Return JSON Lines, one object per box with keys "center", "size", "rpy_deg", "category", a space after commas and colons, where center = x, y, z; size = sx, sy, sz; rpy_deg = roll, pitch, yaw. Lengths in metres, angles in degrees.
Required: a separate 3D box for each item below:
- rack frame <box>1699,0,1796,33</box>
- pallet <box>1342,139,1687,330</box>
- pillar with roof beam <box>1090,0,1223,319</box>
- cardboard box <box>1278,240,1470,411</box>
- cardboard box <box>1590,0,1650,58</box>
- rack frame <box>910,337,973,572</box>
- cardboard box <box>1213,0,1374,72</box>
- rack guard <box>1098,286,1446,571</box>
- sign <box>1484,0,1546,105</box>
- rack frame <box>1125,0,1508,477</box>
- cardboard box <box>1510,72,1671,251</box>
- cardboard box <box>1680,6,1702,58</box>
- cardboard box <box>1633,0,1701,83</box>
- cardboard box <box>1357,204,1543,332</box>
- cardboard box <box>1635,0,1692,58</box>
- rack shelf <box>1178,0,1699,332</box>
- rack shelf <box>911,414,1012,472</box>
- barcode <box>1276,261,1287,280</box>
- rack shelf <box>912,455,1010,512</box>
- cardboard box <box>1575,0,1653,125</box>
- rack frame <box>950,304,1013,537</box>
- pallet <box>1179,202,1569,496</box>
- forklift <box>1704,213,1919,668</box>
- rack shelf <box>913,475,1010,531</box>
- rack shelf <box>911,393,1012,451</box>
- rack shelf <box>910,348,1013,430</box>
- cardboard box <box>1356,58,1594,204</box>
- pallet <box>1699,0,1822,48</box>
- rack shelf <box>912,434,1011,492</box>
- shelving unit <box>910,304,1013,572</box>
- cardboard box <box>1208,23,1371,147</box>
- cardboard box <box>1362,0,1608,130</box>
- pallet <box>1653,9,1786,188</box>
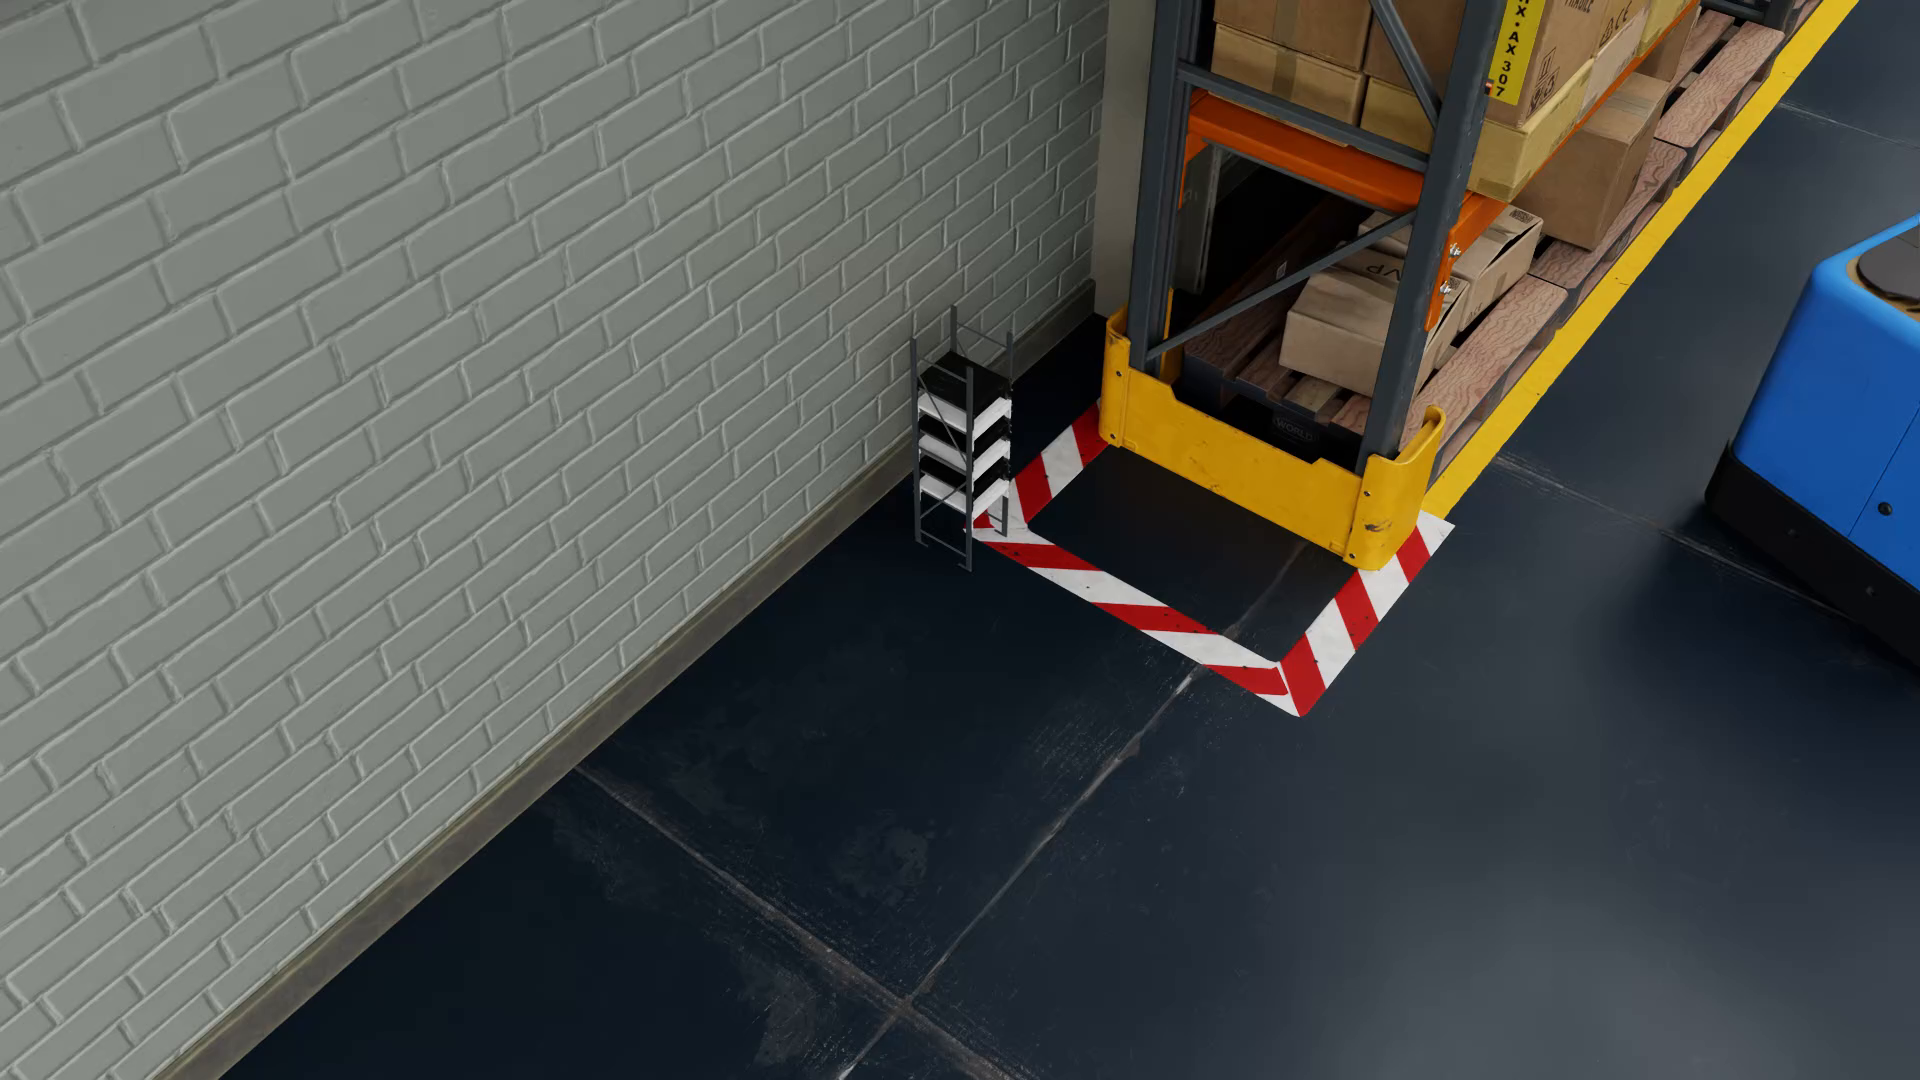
{"center": [3.449, -3.514, 7.032], "size": [1.000, 3.000, 0.127], "rpy_deg": [29, 53, 25], "category": "rack frame"}
{"center": [2.321, -1.449, 6.989], "size": [1.003, 0.211, 1.213], "rpy_deg": [29, 53, 25], "category": "pallet"}
{"center": [4.154, -2.177, 1.606], "size": [9.100, 9.000, 0.400], "rpy_deg": [29, 53, 25], "category": "pillar with roof beam"}
{"center": [1.498, -0.804, 5.999], "size": [0.500, 0.311, 0.500], "rpy_deg": [24, 51, 21], "category": "cardboard box"}
{"center": [1.843, -1.858, 5.021], "size": [0.500, 0.500, 0.500], "rpy_deg": [29, 53, 25], "category": "cardboard box"}
{"center": [-0.057, -0.257, 5.373], "size": [0.240, 0.900, 0.006], "rpy_deg": [29, 53, 25], "category": "rack frame"}
{"center": [1.123, -1.803, 4.969], "size": [0.500, 0.500, 0.500], "rpy_deg": [29, 53, 25], "category": "cardboard box"}
{"center": [1.050, -0.405, 5.791], "size": [1.175, 0.500, 0.348], "rpy_deg": [29, 53, 25], "category": "rack guard"}
{"center": [1.433, -1.284, 4.304], "size": [0.100, 0.325, 0.005], "rpy_deg": [29, 53, 25], "category": "sign"}
{"center": [1.003, -1.225, 4.846], "size": [1.000, 3.000, 0.127], "rpy_deg": [29, 53, 25], "category": "rack frame"}
{"center": [2.334, -1.593, 6.622], "size": [0.700, 0.500, 0.500], "rpy_deg": [26, 52, 23], "category": "cardboard box"}
{"center": [3.146, -2.368, 7.592], "size": [0.380, 0.166, 0.250], "rpy_deg": [23, 50, 20], "category": "cardboard box"}
{"center": [2.846, -2.191, 7.193], "size": [0.500, 0.500, 0.500], "rpy_deg": [25, 51, 22], "category": "cardboard box"}
{"center": [1.846, -1.130, 6.311], "size": [0.500, 0.311, 0.500], "rpy_deg": [34, 55, 28], "category": "cardboard box"}
{"center": [2.175, -1.911, 5.591], "size": [0.500, 0.250, 0.500], "rpy_deg": [28, 53, 24], "category": "cardboard box"}
{"center": [2.226, -2.121, 6.199], "size": [1.077, 0.370, 4.000], "rpy_deg": [29, 53, 25], "category": "rack shelf"}
{"center": [0.005, -0.355, 5.388], "size": [0.258, 0.077, 0.200], "rpy_deg": [29, 53, 25], "category": "rack shelf"}
{"center": [1.192, -0.994, 6.174], "size": [0.001, 0.075, 0.075], "rpy_deg": [29, 53, 25], "category": "barcode"}
{"center": [0.005, -0.230, 5.518], "size": [0.258, 0.077, 0.200], "rpy_deg": [29, 53, 25], "category": "rack shelf"}
{"center": [1.859, -1.622, 5.315], "size": [0.500, 0.250, 0.500], "rpy_deg": [28, 52, 24], "category": "cardboard box"}
{"center": [0.067, -0.374, 5.484], "size": [0.240, 0.900, 0.006], "rpy_deg": [29, 53, 25], "category": "rack frame"}
{"center": [1.575, -0.754, 6.325], "size": [1.003, 0.211, 1.213], "rpy_deg": [29, 53, 25], "category": "pallet"}
{"center": [4.109, -1.380, 5.041], "size": [3.031, 2.935, 1.130], "rpy_deg": [-25, 51, -22], "category": "forklift"}
{"center": [0.005, -0.168, 5.583], "size": [0.258, 0.077, 0.200], "rpy_deg": [29, 53, 25], "category": "rack shelf"}
{"center": [0.005, -0.417, 5.323], "size": [0.258, 0.077, 0.200], "rpy_deg": [29, 53, 25], "category": "rack shelf"}
{"center": [0.005, -0.479, 5.258], "size": [0.258, 0.077, 0.200], "rpy_deg": [29, 53, 25], "category": "rack shelf"}
{"center": [1.553, -1.319, 5.025], "size": [0.500, 0.250, 0.500], "rpy_deg": [28, 52, 24], "category": "cardboard box"}
{"center": [3.924, -2.997, 8.467], "size": [1.003, 0.211, 1.213], "rpy_deg": [29, 53, 25], "category": "pallet"}
{"center": [0.005, -0.292, 5.453], "size": [0.258, 0.077, 0.200], "rpy_deg": [29, 53, 25], "category": "rack shelf"}
{"center": [0.005, -0.315, 5.429], "size": [0.258, 0.900, 0.210], "rpy_deg": [29, 53, 25], "category": "shelving unit"}
{"center": [1.136, -1.533, 5.230], "size": [0.500, 0.250, 0.500], "rpy_deg": [30, 53, 25], "category": "cardboard box"}
{"center": [1.533, -1.579, 4.755], "size": [0.500, 0.500, 0.500], "rpy_deg": [29, 53, 25], "category": "cardboard box"}
{"center": [3.066, -2.151, 7.658], "size": [1.003, 0.211, 1.213], "rpy_deg": [29, 53, 25], "category": "pallet"}
